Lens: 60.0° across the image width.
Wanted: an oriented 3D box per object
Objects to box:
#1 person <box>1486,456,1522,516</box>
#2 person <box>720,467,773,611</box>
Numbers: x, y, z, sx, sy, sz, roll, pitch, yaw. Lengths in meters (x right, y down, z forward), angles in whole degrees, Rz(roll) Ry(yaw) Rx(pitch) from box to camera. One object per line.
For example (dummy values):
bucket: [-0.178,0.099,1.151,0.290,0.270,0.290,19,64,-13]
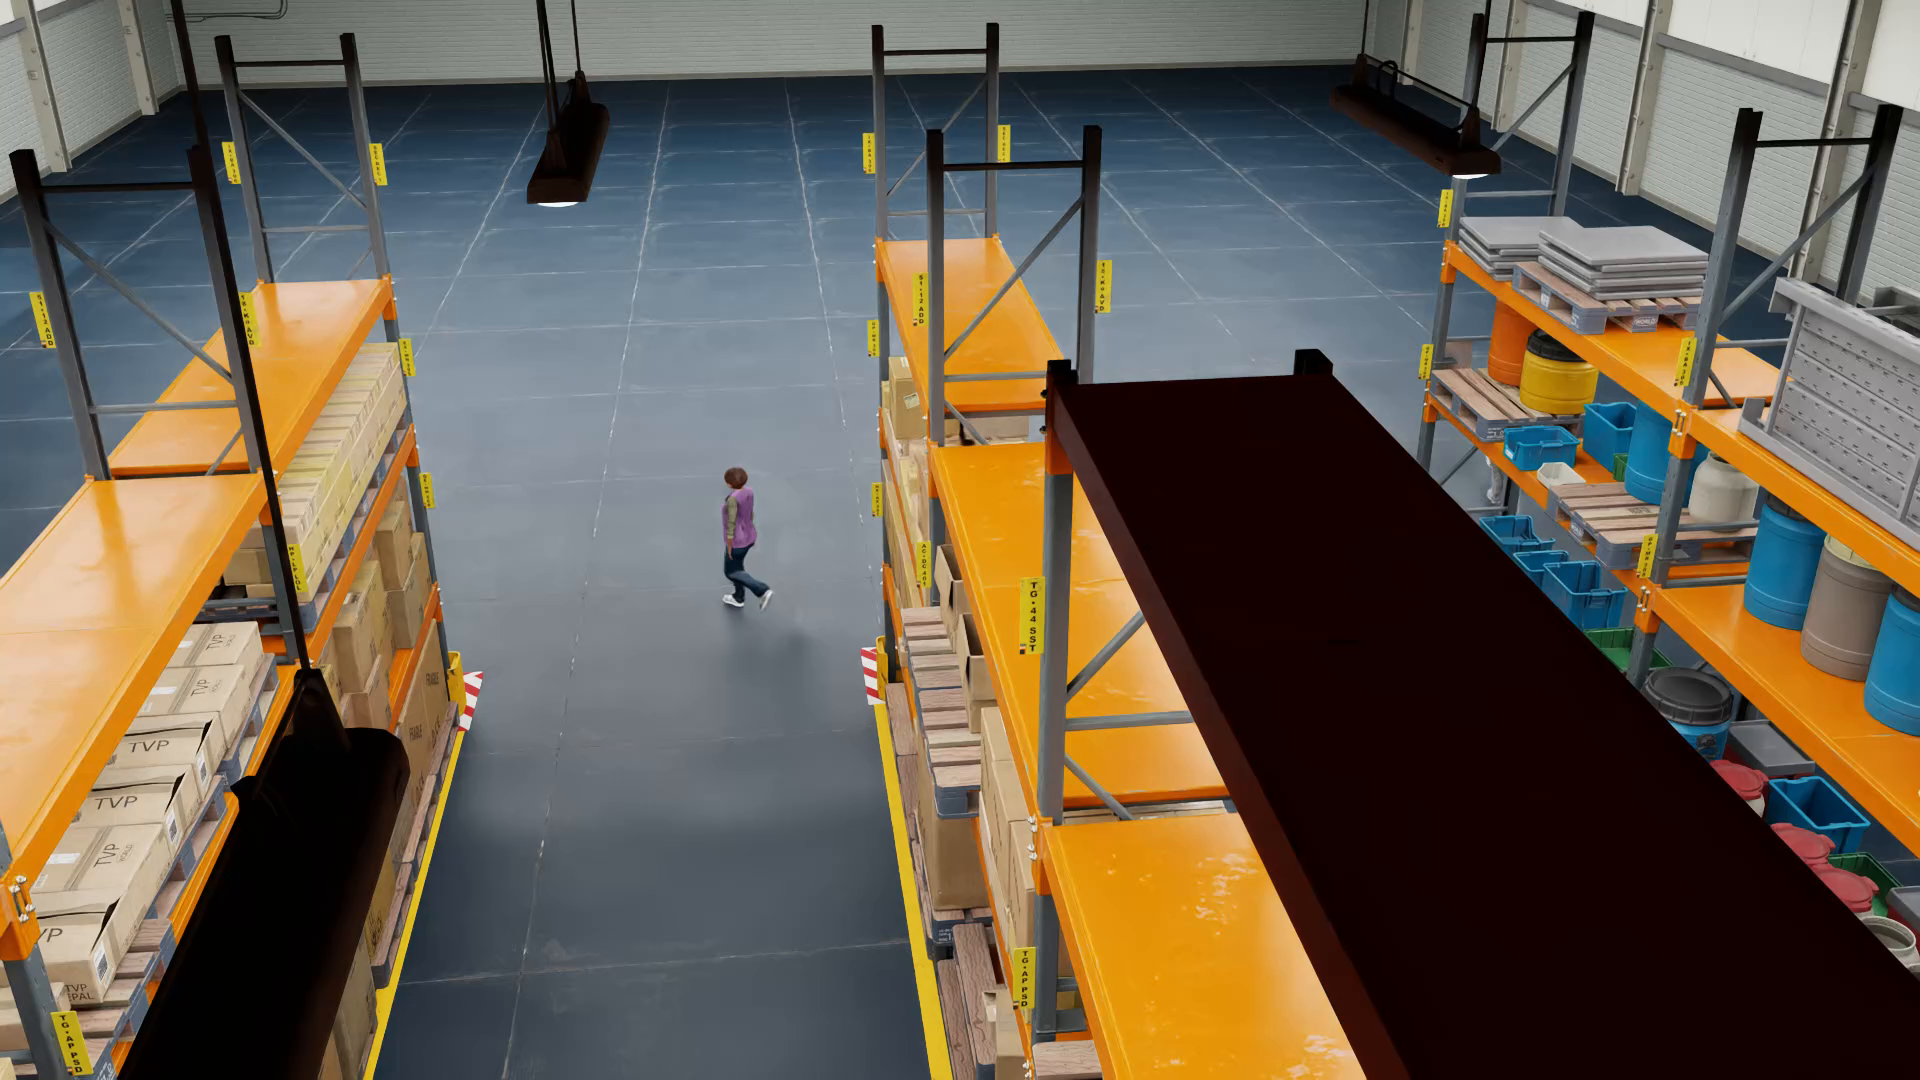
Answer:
person: [6.193,-1.065,18.847,0.561,1.622,0.929,0,25,0]
person: [-2.185,0.010,16.621,0.668,1.585,0.474,11,28,21]
